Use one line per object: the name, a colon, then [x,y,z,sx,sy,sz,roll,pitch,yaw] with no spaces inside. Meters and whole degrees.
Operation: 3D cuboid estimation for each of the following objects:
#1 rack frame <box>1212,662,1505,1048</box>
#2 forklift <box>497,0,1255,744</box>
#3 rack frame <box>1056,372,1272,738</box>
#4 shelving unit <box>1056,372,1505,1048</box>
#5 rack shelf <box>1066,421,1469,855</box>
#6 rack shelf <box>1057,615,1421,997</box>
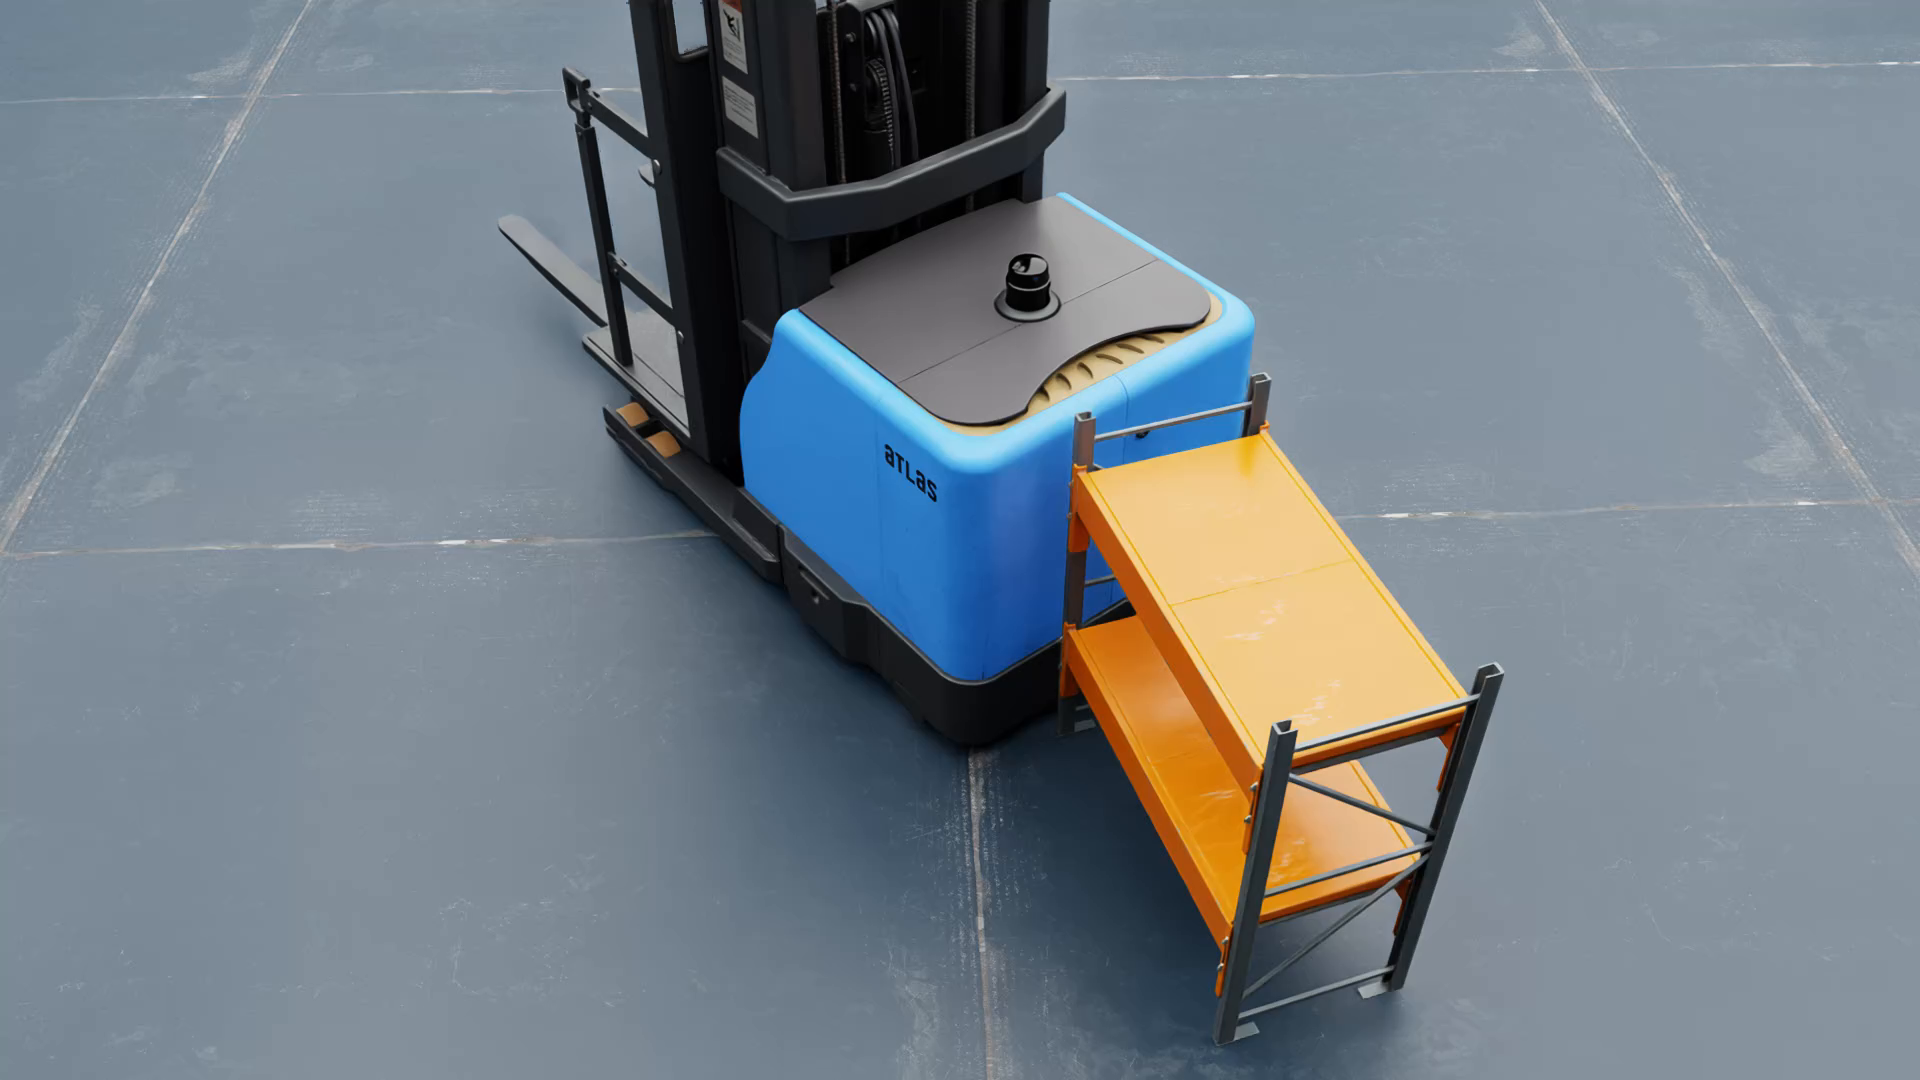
rack frame: [0.841,0.723,3.629,0.500,1.125,0.032,-13,44,-14]
forklift: [-0.527,-1.459,4.673,1.130,2.935,3.031,-29,50,-28]
rack frame: [0.511,0.073,4.338,0.500,1.125,0.032,-13,44,-14]
shelving unit: [0.676,0.398,3.984,0.538,1.125,1.048,-13,44,-14]
rack shelf: [0.676,0.182,3.786,0.538,0.278,1.000,-13,44,-14]
rack shelf: [0.676,0.578,4.149,0.538,0.278,1.000,-13,44,-14]
